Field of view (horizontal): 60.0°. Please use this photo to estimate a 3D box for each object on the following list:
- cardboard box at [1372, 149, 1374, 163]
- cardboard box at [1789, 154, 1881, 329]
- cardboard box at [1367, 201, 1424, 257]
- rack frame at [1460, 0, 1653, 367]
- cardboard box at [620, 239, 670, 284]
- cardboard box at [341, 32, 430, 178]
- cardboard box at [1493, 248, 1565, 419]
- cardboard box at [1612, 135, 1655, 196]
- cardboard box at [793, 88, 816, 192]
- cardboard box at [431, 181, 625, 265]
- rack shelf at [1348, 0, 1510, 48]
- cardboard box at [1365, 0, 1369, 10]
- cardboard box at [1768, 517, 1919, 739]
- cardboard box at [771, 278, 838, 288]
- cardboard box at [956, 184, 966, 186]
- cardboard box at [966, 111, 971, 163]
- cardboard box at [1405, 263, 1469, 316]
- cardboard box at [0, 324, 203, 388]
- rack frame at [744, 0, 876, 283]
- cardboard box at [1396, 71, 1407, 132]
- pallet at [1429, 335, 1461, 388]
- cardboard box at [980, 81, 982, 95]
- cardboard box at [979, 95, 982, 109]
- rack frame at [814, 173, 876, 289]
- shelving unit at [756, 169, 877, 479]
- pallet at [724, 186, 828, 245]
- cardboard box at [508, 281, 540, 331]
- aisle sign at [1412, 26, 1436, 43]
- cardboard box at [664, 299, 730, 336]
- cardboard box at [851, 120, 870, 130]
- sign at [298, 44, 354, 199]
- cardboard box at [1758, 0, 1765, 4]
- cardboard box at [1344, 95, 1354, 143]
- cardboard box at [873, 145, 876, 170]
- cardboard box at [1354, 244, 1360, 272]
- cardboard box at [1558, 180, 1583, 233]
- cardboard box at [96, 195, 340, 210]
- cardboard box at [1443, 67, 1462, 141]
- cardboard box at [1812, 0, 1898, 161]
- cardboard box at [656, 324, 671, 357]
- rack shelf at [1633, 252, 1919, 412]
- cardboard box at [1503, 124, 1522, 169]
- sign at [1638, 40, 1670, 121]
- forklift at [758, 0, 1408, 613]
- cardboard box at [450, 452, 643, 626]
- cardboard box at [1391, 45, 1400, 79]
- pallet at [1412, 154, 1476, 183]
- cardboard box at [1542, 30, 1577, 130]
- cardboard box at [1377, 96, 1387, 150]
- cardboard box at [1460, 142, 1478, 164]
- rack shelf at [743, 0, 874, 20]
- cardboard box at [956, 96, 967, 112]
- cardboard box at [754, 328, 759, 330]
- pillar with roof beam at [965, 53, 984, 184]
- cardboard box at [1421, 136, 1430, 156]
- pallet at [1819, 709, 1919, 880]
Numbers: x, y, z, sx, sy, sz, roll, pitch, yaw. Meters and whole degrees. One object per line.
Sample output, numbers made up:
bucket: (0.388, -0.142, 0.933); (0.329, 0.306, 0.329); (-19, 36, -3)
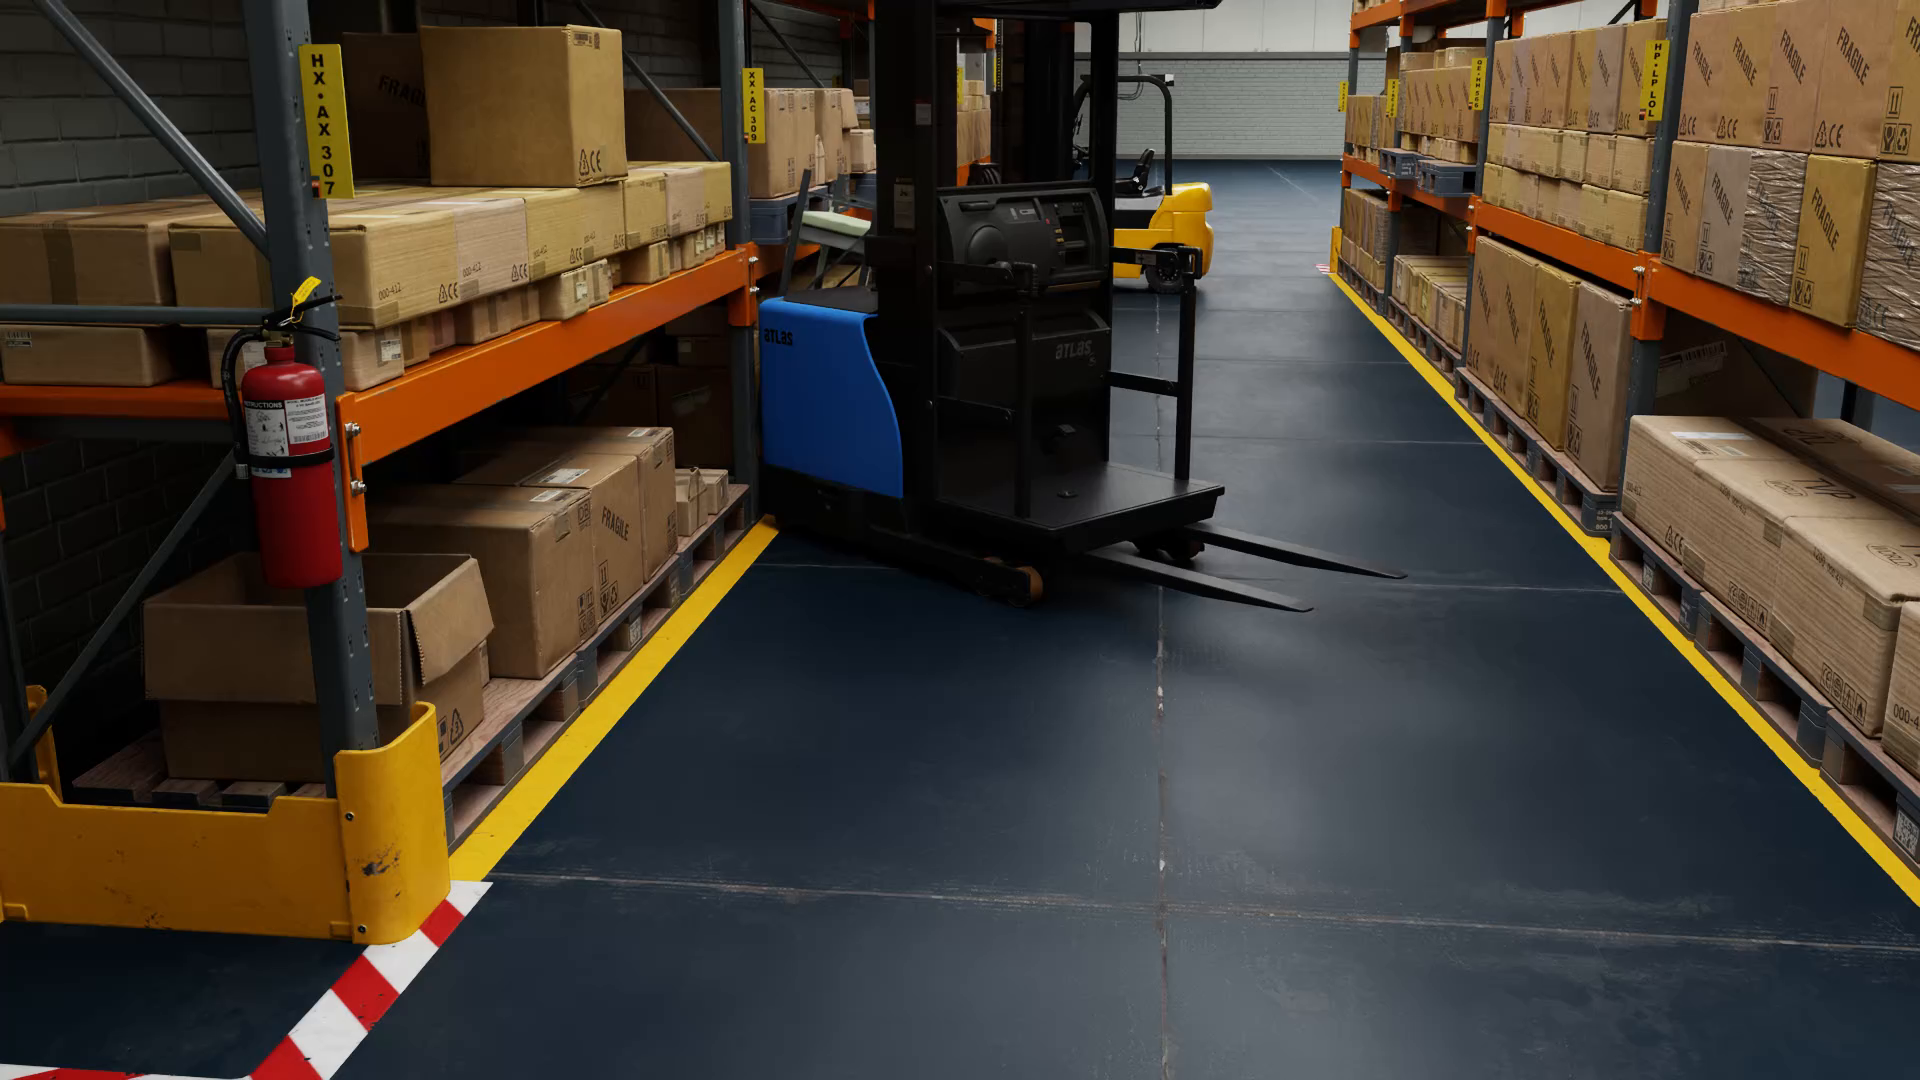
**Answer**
cardboard box: (4.270, -3.773, 16.351); (0.380, 0.149, 0.250); (1, 15, 5)
cardboard box: (2.969, -0.940, 5.200); (0.500, 0.500, 0.500); (2, 15, 8)
cardboard box: (4.222, -3.004, 16.051); (0.500, 0.500, 0.500); (2, 15, 7)
rack frame: (3.915, -2.436, 10.924); (1.000, 3.000, 0.127); (2, 15, 6)
cardboard box: (-1.324, -1.062, 6.323); (0.380, 0.149, 0.250); (1, 15, 5)
cardboard box: (-1.901, -1.598, 6.107); (0.500, 0.500, 0.500); (1, 15, 5)
cardboard box: (3.650, -1.205, 9.638); (0.875, 0.875, 0.875); (2, 15, 7)
cardboard box: (3.272, -1.689, 7.491); (0.500, 0.250, 0.500); (2, 15, 6)
cardboard box: (-1.133, -2.048, 8.492); (0.700, 0.500, 0.500); (2, 15, 7)
cardboard box: (-1.454, -1.083, 5.637); (0.500, 0.250, 0.500); (1, 15, 5)
rack shelf: (4.592, -5.093, 16.381); (1.077, 0.370, 4.000); (2, 15, 6)
cardboard box: (4.453, -5.622, 17.443); (0.380, 0.149, 0.250); (2, 15, 8)
cardboard box: (3.083, 0.261, 5.052); (0.875, 0.438, 0.875); (2, 15, 8)
cardboard box: (-0.970, -1.549, 10.385); (0.380, 0.149, 0.250); (2, 15, 8)
cardboard box: (0.143, -3.885, 18.832); (0.500, 0.250, 0.500); (2, 15, 8)
cardboard box: (-0.158, -4.041, 16.669); (0.500, 0.500, 0.500); (2, 15, 6)
cardboard box: (4.232, -2.085, 13.855); (0.950, 0.372, 0.625); (3, 15, 10)
cardboard box: (-2.149, -0.479, 4.167); (0.380, 0.149, 0.250); (2, 15, 6)
rack frame: (-1.017, -2.581, 11.461); (1.000, 3.000, 0.127); (2, 15, 6)
cardboard box: (4.029, -3.755, 14.235); (0.500, 0.500, 0.500); (2, 15, 8)
pallet: (4.005, -1.292, 12.037); (1.003, 0.211, 1.213); (2, 15, 6)
cardboard box: (0.034, -4.795, 17.644); (0.380, 0.149, 0.250); (2, 15, 8)
cardboard box: (0.035, -4.786, 18.183); (0.380, 0.149, 0.250); (2, 15, 7)
rack frame: (-0.598, -1.119, 8.664); (0.400, 1.500, 0.023); (15, 13, 6)
shelving unit: (-0.653, -1.050, 8.309); (0.431, 1.500, 0.755); (15, 13, 6)
pallet: (-1.270, -1.655, 8.404); (1.003, 0.211, 1.213); (2, 15, 6)
cardboard box: (-1.519, -0.731, 5.101); (0.380, 0.149, 0.250); (2, 15, 7)
aisle sign: (5.113, -5.773, 18.285); (0.394, 0.787, 0.004); (2, 15, 6)
cardboard box: (-1.224, -1.083, 8.094); (0.380, 0.149, 0.250); (1, 15, 5)
cardboard box: (-0.700, -2.857, 11.811); (0.500, 0.250, 0.500); (2, 15, 6)
sign: (-1.381, -0.908, 3.615); (0.100, 0.325, 0.005); (2, 15, 6)
cardboard box: (3.170, -2.034, 6.087); (0.380, 0.149, 0.250); (2, 15, 6)
cardboard box: (4.489, -4.588, 18.121); (0.500, 0.500, 0.500); (1, 15, 5)
cardboard box: (-0.710, -2.481, 10.767); (0.380, 0.149, 0.250); (2, 15, 7)
cardboard box: (4.338, -2.911, 17.144); (0.500, 0.250, 0.500); (3, 15, 10)
cardboard box: (3.398, -1.712, 8.534); (0.500, 0.250, 0.500); (1, 15, 5)
cardboard box: (-2.072, -0.838, 4.733); (0.500, 0.250, 0.500); (2, 15, 6)
cardboard box: (3.738, -3.091, 11.780); (0.500, 0.500, 0.500); (1, 15, 5)
cardboard box: (2.978, -1.419, 5.056); (0.500, 0.500, 0.500); (2, 15, 6)
cardboard box: (-1.689, -1.025, 8.448); (0.380, 0.149, 0.250); (2, 15, 6)
rack shelf: (3.238, -0.532, 5.262); (1.077, 0.370, 4.000); (2, 15, 6)
cardboard box: (3.553, -2.347, 9.923); (0.500, 0.250, 0.500); (2, 15, 8)
sign: (2.924, -1.932, 6.996); (0.100, 0.325, 0.005); (2, 15, 6)
forklift: (0.427, -1.296, 6.840); (1.130, 2.935, 3.031); (-14, 20, -41)
cardboard box: (-1.463, -0.013, 5.947); (0.500, 0.500, 0.500); (2, 15, 7)
cardboard box: (4.913, -4.915, 17.416); (0.700, 0.500, 0.500); (2, 15, 7)
pallet: (4.098, -2.858, 12.852); (1.003, 0.211, 1.213); (2, 15, 6)
cardboard box: (3.436, -2.453, 8.878); (0.500, 0.500, 0.500); (2, 15, 7)
cardboard box: (4.221, -3.921, 15.656); (0.500, 0.500, 0.500); (2, 15, 8)
cardboard box: (3.677, -2.681, 11.507); (0.380, 0.149, 0.250); (2, 15, 7)
rack shelf: (-1.243, -3.163, 9.245); (1.077, 0.370, 4.000); (2, 15, 6)
cardboard box: (-0.138, -4.252, 16.207); (0.380, 0.149, 0.250); (2, 15, 7)
cardboard box: (-1.209, -1.012, 8.400); (0.380, 0.149, 0.250); (1, 15, 5)
pillar with roof beam: (4.543, -10.383, 28.822); (9.100, 9.000, 0.400); (2, 15, 6)
cardboard box: (3.816, -3.083, 12.995); (0.380, 0.149, 0.250); (2, 15, 8)
pallet: (3.025, 0.776, 4.390); (1.003, 0.211, 1.213); (2, 15, 6)
